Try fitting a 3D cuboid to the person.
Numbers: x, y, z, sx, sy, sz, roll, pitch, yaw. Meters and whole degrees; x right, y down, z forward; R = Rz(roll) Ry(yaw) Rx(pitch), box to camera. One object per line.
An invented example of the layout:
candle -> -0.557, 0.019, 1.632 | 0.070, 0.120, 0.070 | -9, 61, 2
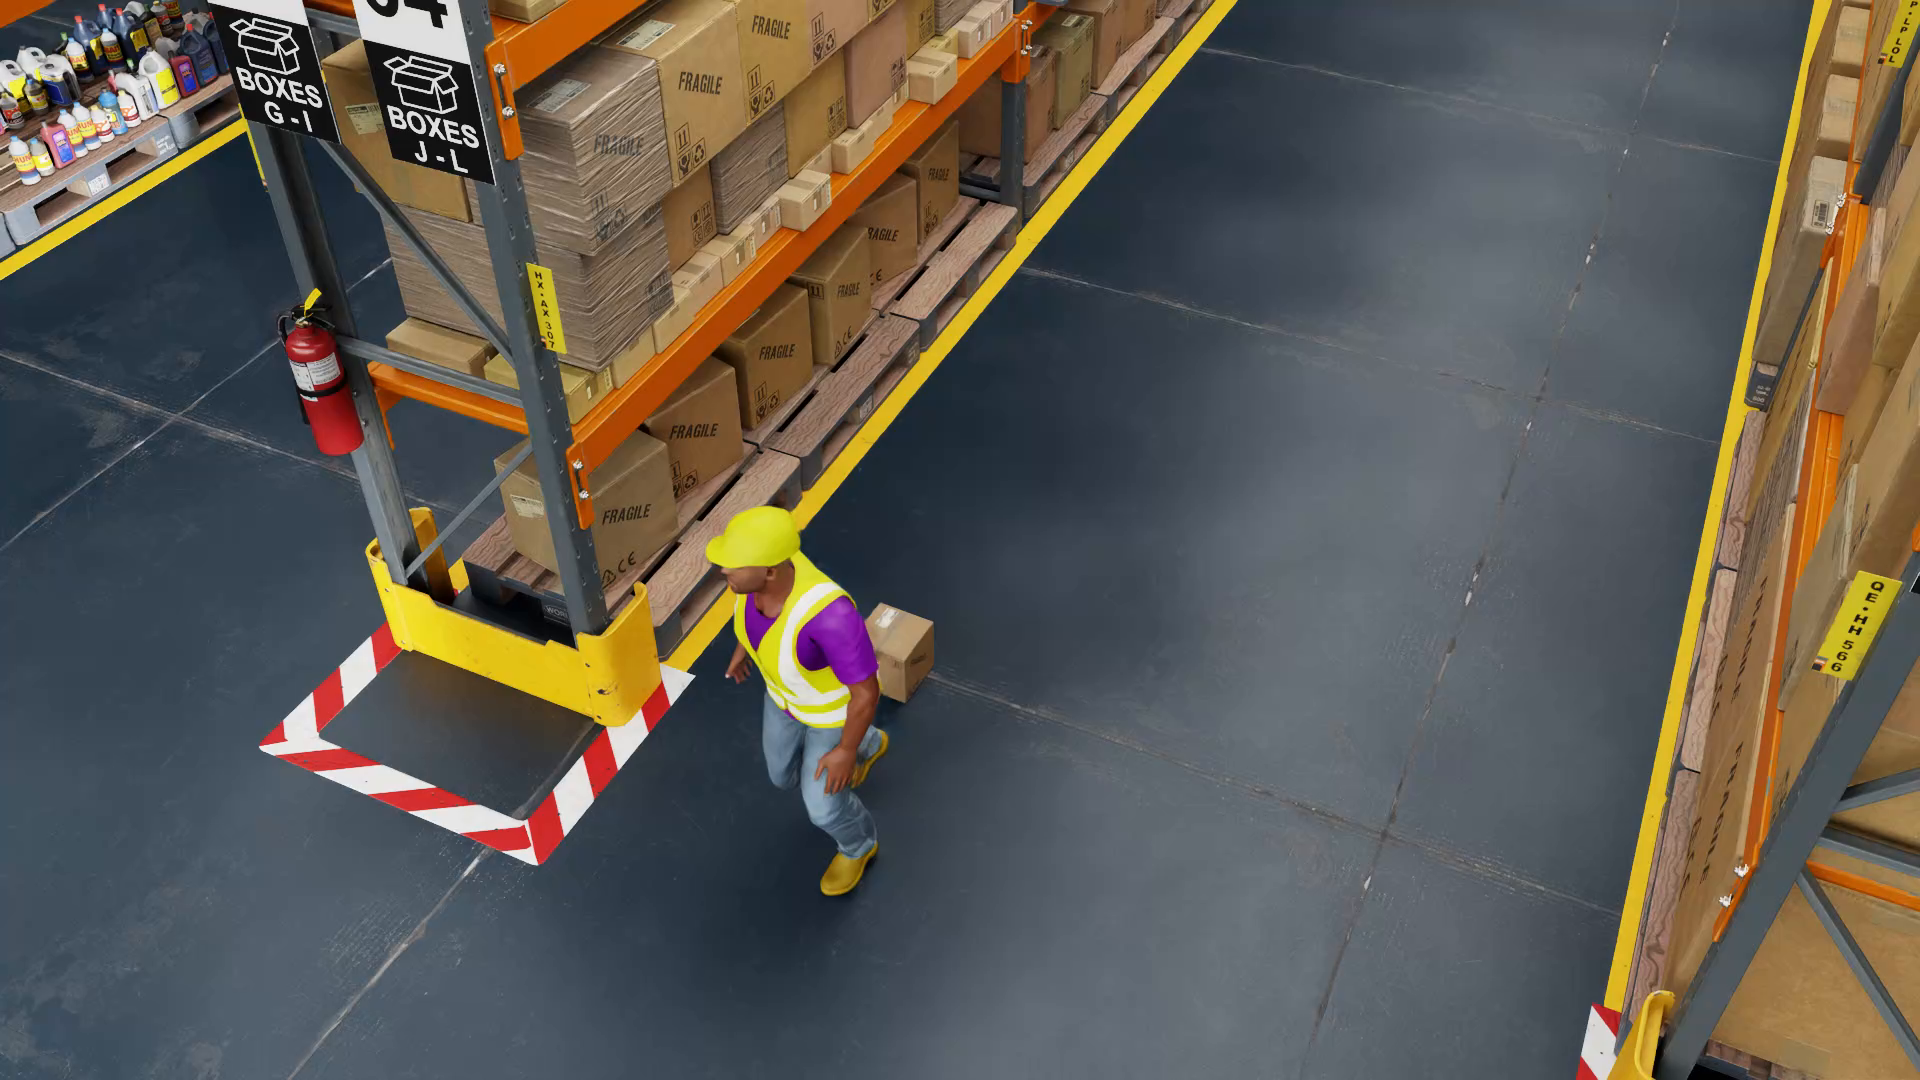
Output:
person -> -0.460, 0.481, 5.647 | 0.743, 1.690, 0.689 | 33, 51, 31
